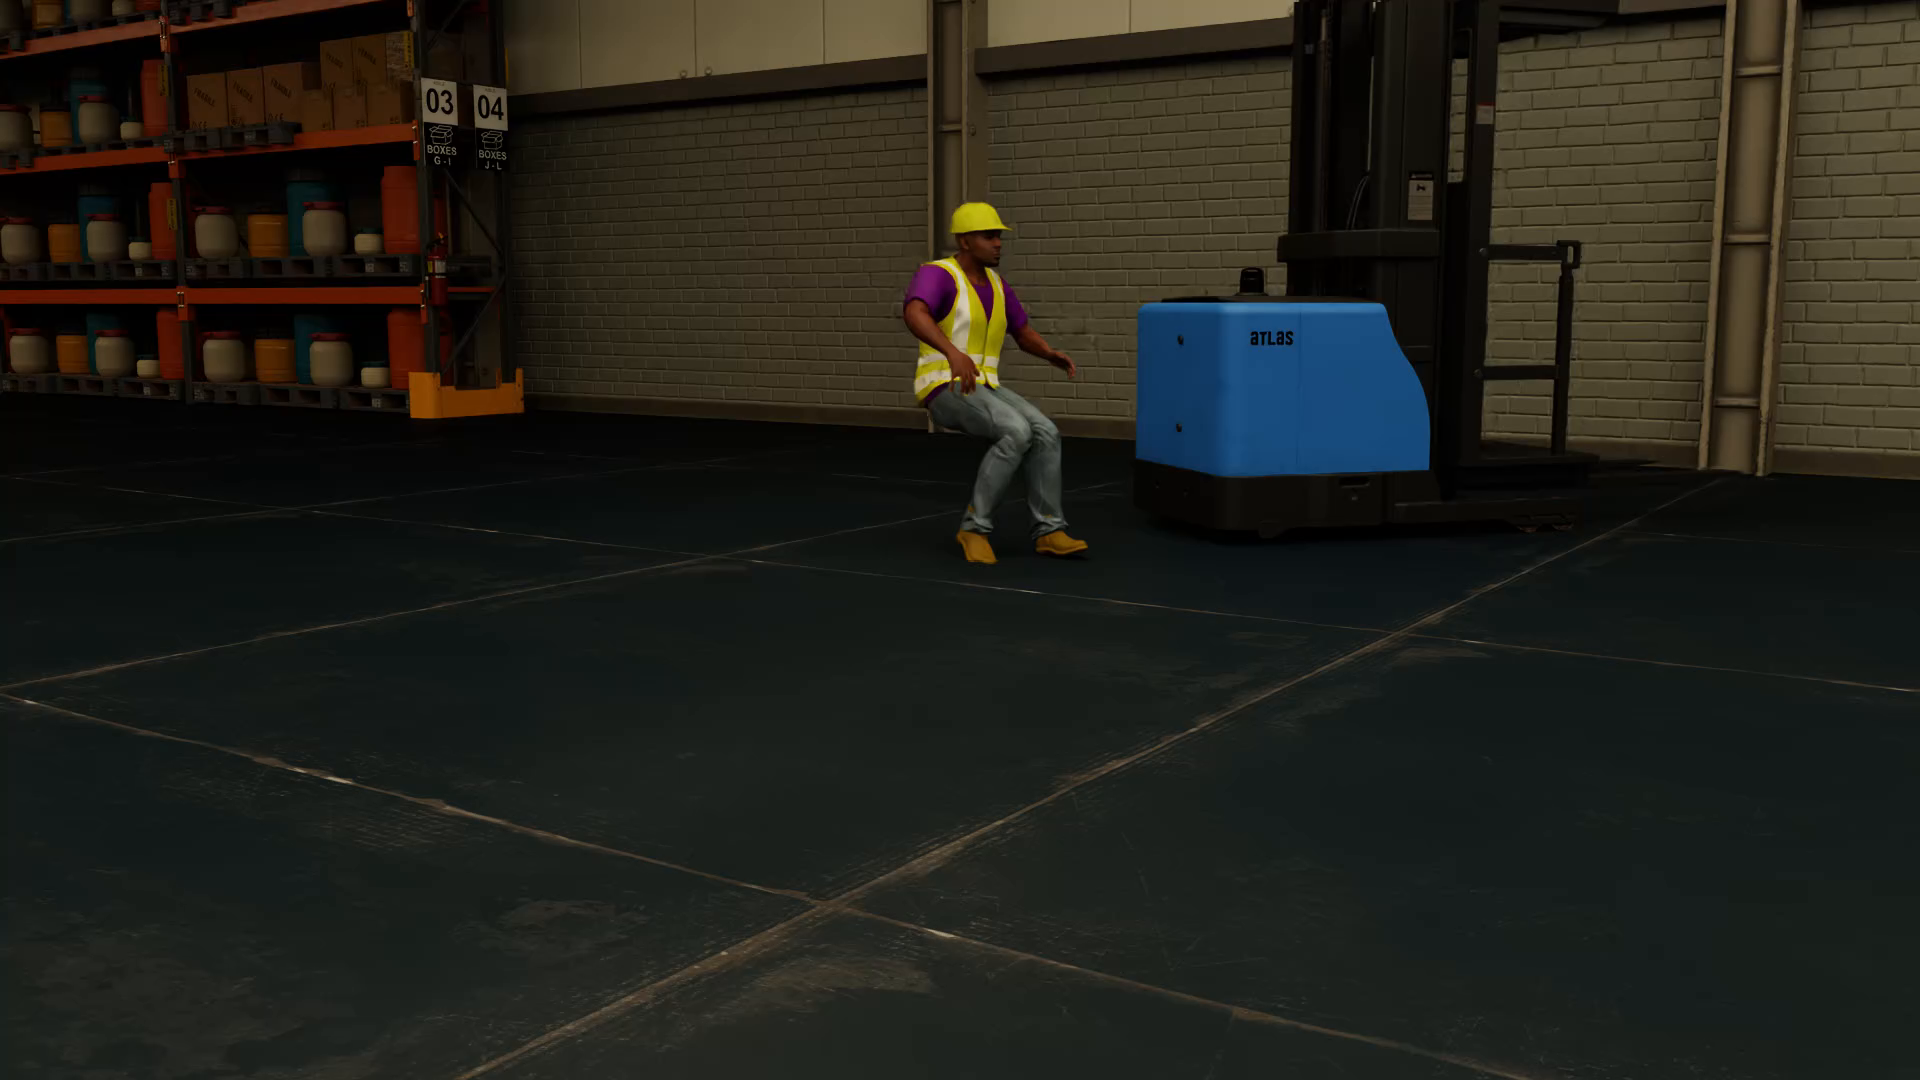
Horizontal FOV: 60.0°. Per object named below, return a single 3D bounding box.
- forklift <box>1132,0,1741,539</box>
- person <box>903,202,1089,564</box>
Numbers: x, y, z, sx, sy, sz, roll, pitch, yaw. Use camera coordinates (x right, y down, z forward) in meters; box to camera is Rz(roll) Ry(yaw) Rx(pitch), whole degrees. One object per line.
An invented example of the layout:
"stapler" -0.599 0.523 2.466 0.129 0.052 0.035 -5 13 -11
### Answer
"forklift" 2.431 -1.554 8.118 3.031 2.935 1.130 -3 9 -18
"person" 0.218 -0.690 7.211 0.879 1.540 0.865 5 10 33
